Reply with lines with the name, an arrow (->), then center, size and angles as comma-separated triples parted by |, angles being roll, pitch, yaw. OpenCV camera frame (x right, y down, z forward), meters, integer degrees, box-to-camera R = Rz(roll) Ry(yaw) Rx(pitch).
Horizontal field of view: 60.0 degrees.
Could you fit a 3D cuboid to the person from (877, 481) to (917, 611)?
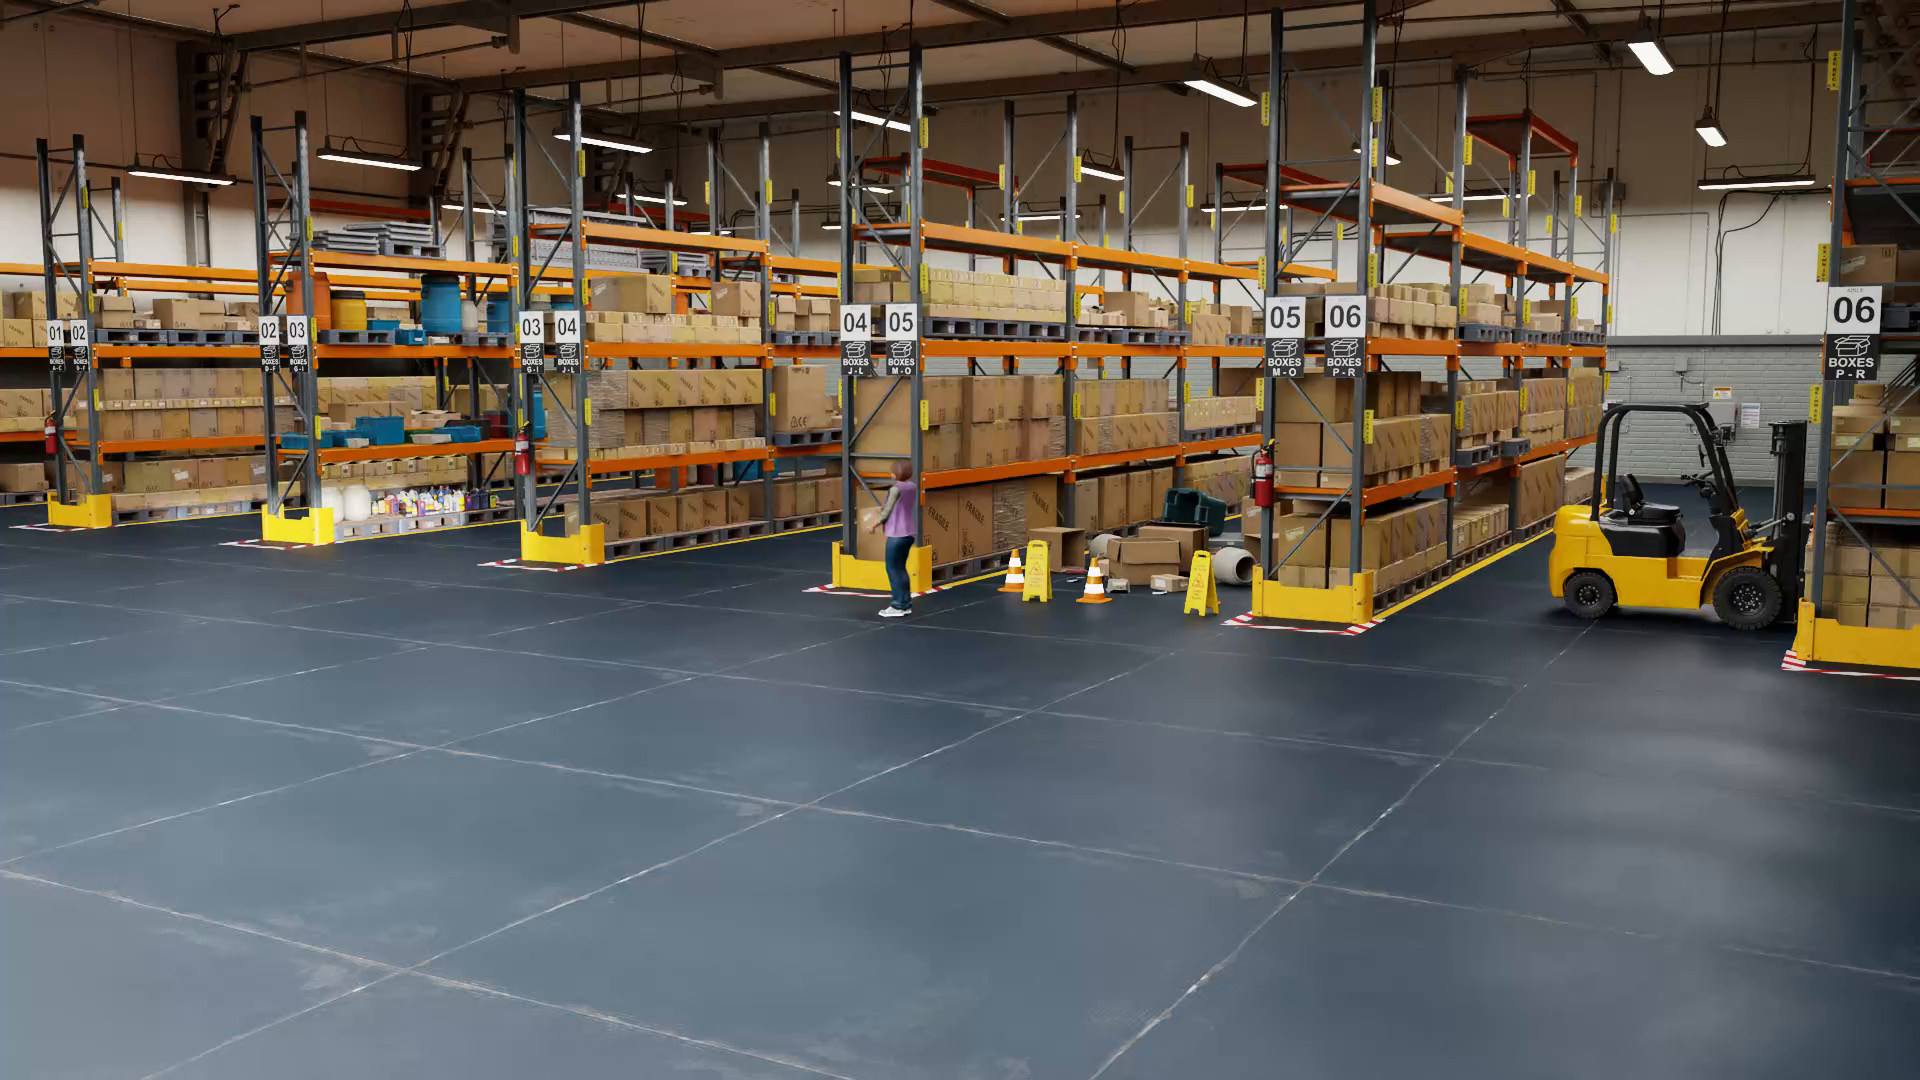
person -> -0.612, 0.056, 16.808 | 0.323, 1.302, 0.419 | 3, 7, 28
